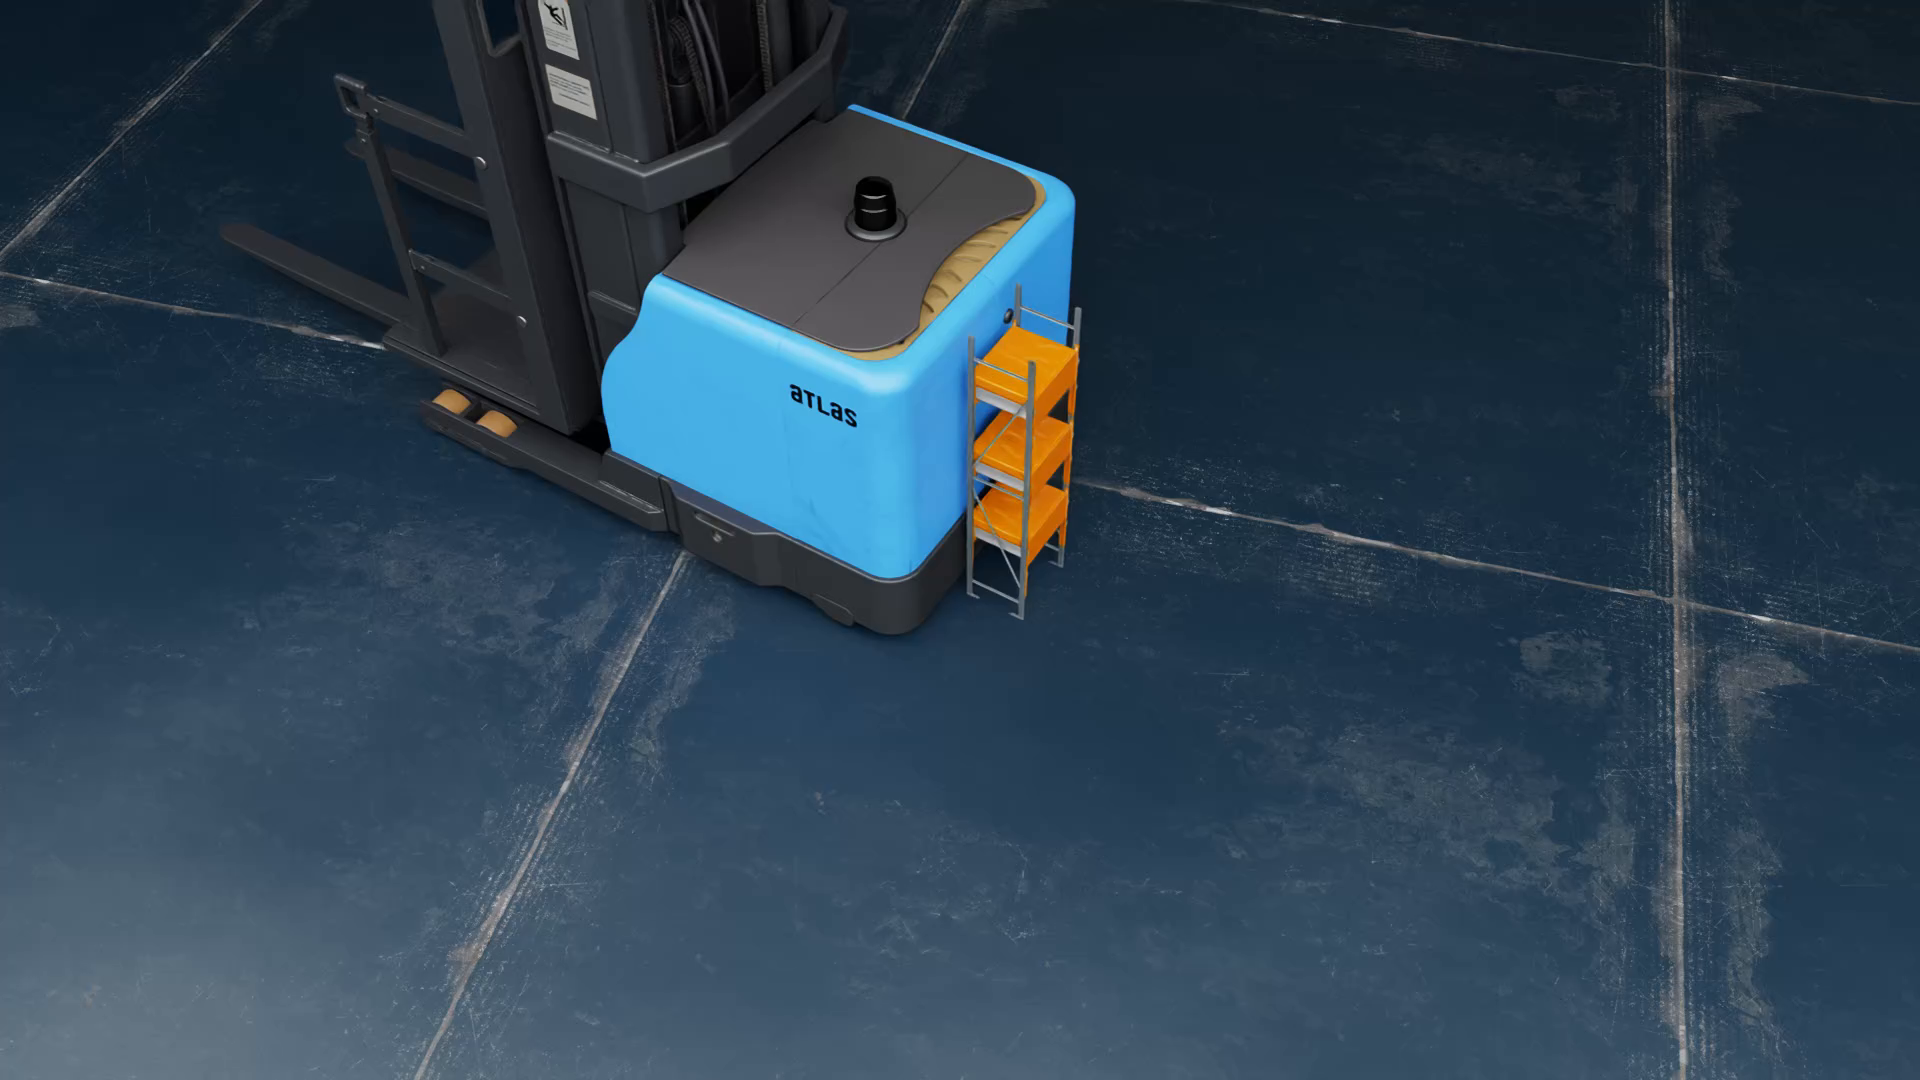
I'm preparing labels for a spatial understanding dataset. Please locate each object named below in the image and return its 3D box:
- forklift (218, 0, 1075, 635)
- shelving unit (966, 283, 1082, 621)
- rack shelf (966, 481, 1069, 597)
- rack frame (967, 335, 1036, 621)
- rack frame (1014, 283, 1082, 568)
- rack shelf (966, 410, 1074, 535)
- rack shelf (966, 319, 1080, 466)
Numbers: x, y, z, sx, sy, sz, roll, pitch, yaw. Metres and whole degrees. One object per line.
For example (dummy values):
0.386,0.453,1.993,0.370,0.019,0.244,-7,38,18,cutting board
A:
-1.181,-1.542,4.656,3.031,2.935,1.130,25,53,20,forklift
0.171,-0.223,4.746,0.215,1.050,0.252,25,53,20,shelving unit
0.171,-0.032,4.963,0.215,0.259,0.240,25,53,20,rack shelf
0.107,-0.145,4.677,0.200,1.050,0.008,25,53,20,rack frame
0.235,-0.301,4.815,0.200,1.050,0.008,25,53,20,rack frame
0.171,-0.216,4.754,0.215,0.259,0.240,25,53,20,rack shelf
0.171,-0.403,4.541,0.215,0.259,0.240,25,53,20,rack shelf
